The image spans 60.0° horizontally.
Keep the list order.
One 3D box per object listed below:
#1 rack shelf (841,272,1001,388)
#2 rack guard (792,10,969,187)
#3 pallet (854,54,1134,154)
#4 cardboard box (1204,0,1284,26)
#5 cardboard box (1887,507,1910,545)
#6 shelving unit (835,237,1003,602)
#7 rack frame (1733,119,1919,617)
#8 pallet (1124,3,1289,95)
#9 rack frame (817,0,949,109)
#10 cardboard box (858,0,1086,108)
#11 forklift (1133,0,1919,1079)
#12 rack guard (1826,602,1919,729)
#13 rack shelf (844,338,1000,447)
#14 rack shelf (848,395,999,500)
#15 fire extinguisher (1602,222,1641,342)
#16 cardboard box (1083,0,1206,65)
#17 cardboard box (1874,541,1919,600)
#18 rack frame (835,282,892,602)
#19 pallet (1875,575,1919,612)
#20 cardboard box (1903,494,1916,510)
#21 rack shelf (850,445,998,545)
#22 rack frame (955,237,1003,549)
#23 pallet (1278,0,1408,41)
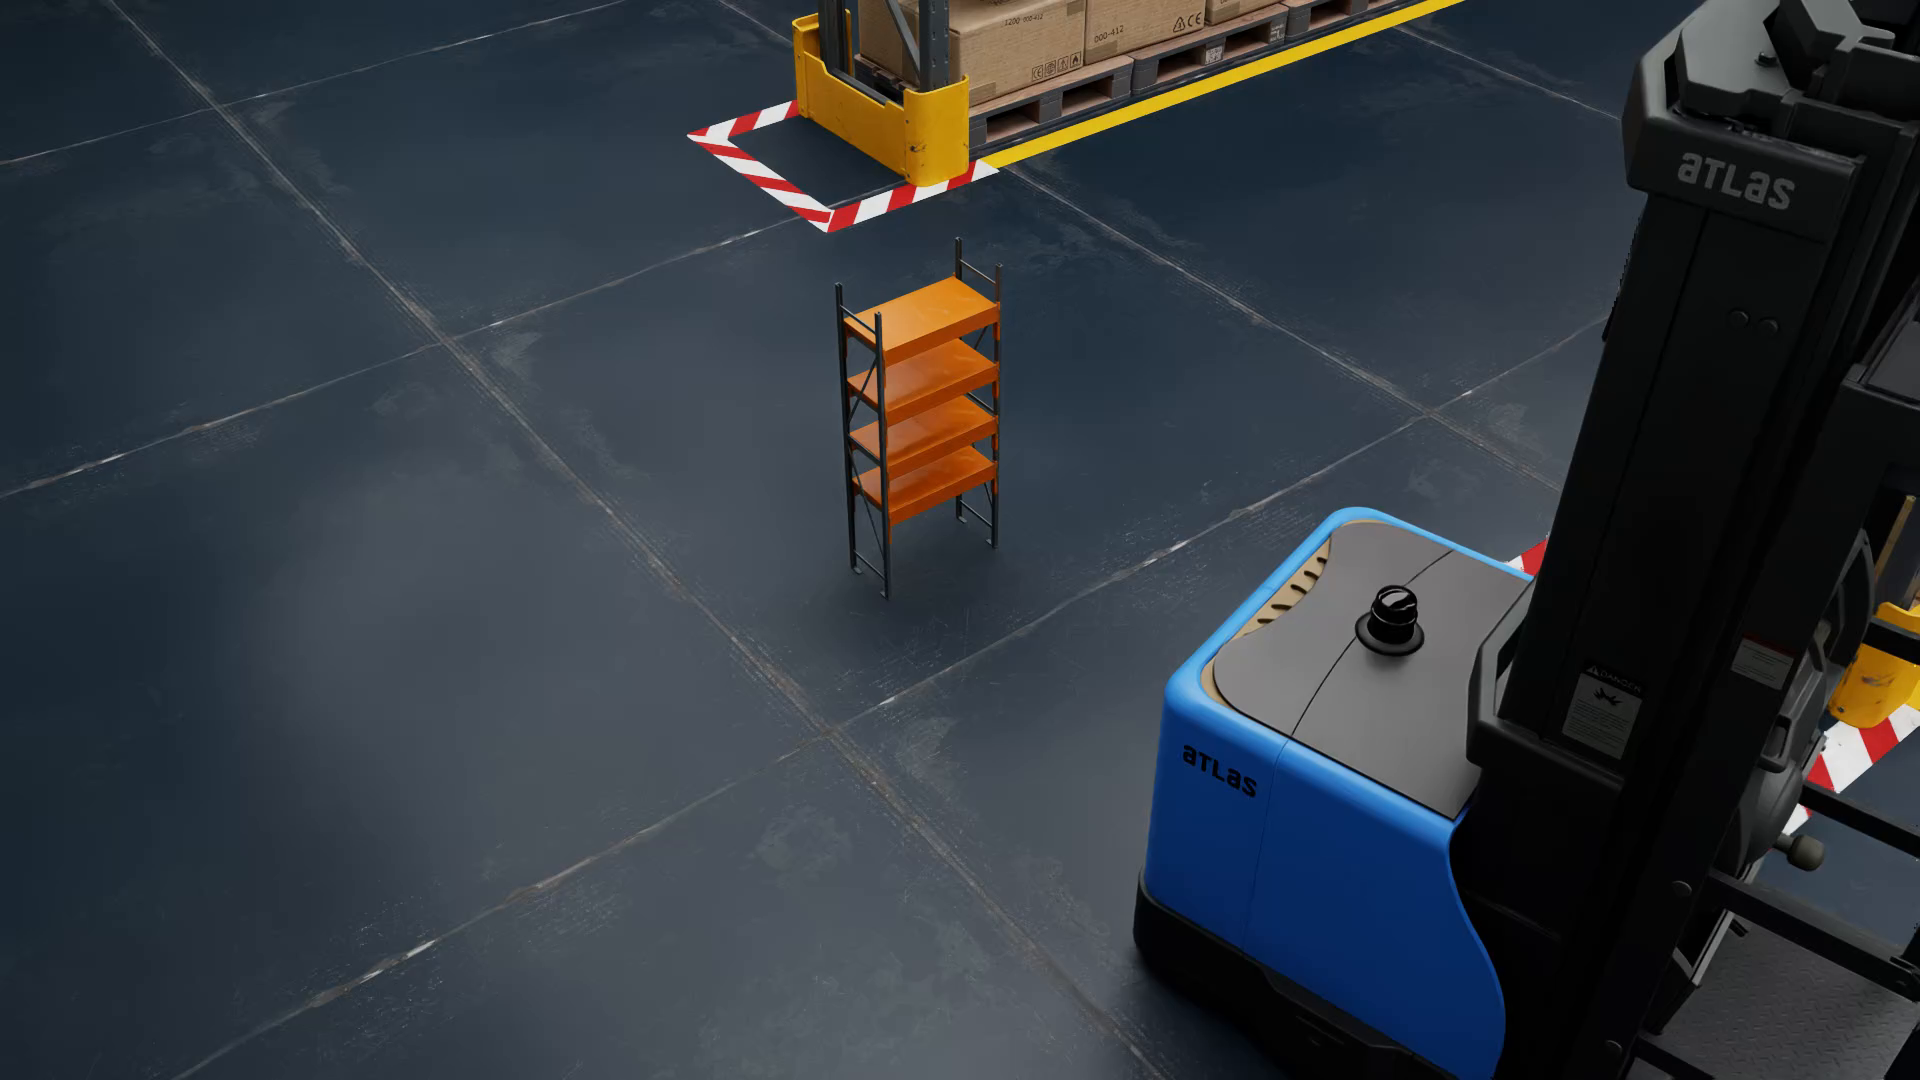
[{"bbox_3d":[-0.131,-0.704,5.542,0.480,0.148,0.258,-26,46,-28],"label":"rack shelf"},{"bbox_3d":[-0.421,-2.324,8.689,0.348,0.500,1.175,-26,46,-28],"label":"rack guard"},{"bbox_3d":[0.184,-2.570,9.217,1.213,0.211,1.003,-26,46,-28],"label":"pallet"},{"bbox_3d":[1.497,-3.483,9.819,0.875,0.438,0.875,-27,47,-29],"label":"cardboard box"},{"bbox_3d":[3.266,-0.098,5.687,0.250,0.149,0.380,-24,45,-26],"label":"cardboard box"},{"bbox_3d":[-0.131,-0.400,5.791,0.503,1.200,0.258,-26,46,-28],"label":"shelving unit"},{"bbox_3d":[2.694,-0.850,4.921,0.127,3.000,1.000,-26,46,-28],"label":"rack frame"},{"bbox_3d":[1.151,-3.039,9.788,1.213,0.211,1.003,-26,46,-28],"label":"pallet"},{"bbox_3d":[-0.402,-3.300,7.908,0.127,3.000,1.000,-26,46,-28],"label":"rack frame"},{"bbox_3d":[0.060,-2.777,8.959,0.875,0.438,0.875,-28,47,-29],"label":"cardboard box"},{"bbox_3d":[1.967,0.395,3.457,3.031,2.935,1.130,26,46,29],"label":"forklift"},{"bbox_3d":[2.755,0.087,5.749,0.348,0.500,1.175,-26,46,-28],"label":"rack guard"},{"bbox_3d":[-0.131,-0.521,5.692,0.480,0.148,0.258,-26,46,-28],"label":"rack shelf"},{"bbox_3d":[-0.131,-0.348,5.834,0.480,0.148,0.258,-26,46,-28],"label":"rack shelf"},{"bbox_3d":[2.213,-0.810,5.228,0.183,0.674,0.296,-26,46,-28],"label":"fire extinguisher"},{"bbox_3d":[0.781,-3.135,9.396,0.875,0.438,0.875,-25,45,-27],"label":"cardboard box"},{"bbox_3d":[3.305,0.049,5.742,0.250,0.149,0.380,-25,46,-27],"label":"cardboard box"},{"bbox_3d":[-0.325,-0.306,5.677,0.015,1.200,0.240,-26,46,-28],"label":"rack frame"},{"bbox_3d":[3.420,-0.097,6.202,1.213,0.211,1.003,-26,46,-28],"label":"pallet"},{"bbox_3d":[3.317,-0.172,5.542,0.250,0.149,0.380,-28,47,-30],"label":"cardboard box"},{"bbox_3d":[-0.131,-0.194,5.960,0.480,0.148,0.258,-26,46,-28],"label":"rack shelf"},{"bbox_3d":[0.062,-0.494,5.906,0.015,1.200,0.240,-26,46,-28],"label":"rack frame"},{"bbox_3d":[2.119,-3.513,10.366,1.213,0.211,1.003,-26,46,-28],"label":"pallet"}]
